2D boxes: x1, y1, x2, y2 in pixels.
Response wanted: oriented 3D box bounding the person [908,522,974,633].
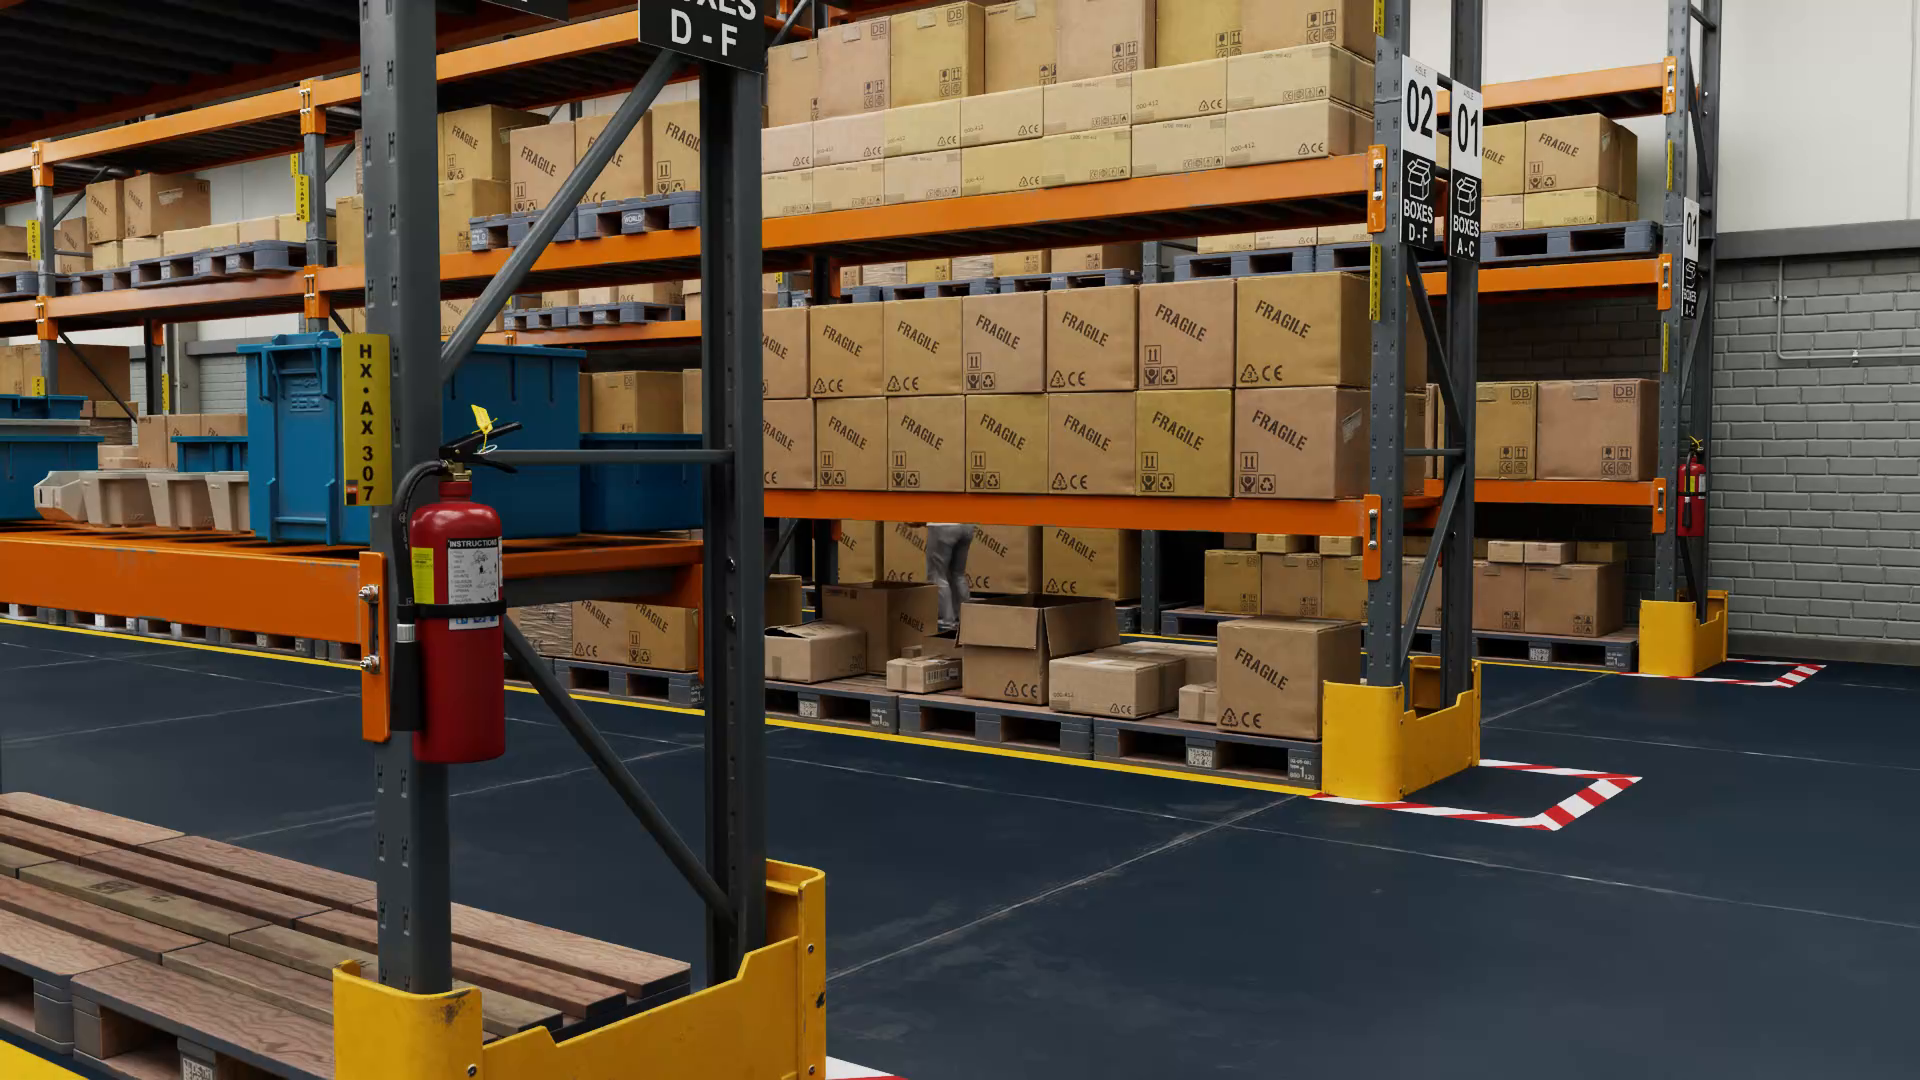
[{"bbox_3d":[-0.167,-0.101,13.567,0.560,1.762,0.494,3,4,38],"label":"person"}]
